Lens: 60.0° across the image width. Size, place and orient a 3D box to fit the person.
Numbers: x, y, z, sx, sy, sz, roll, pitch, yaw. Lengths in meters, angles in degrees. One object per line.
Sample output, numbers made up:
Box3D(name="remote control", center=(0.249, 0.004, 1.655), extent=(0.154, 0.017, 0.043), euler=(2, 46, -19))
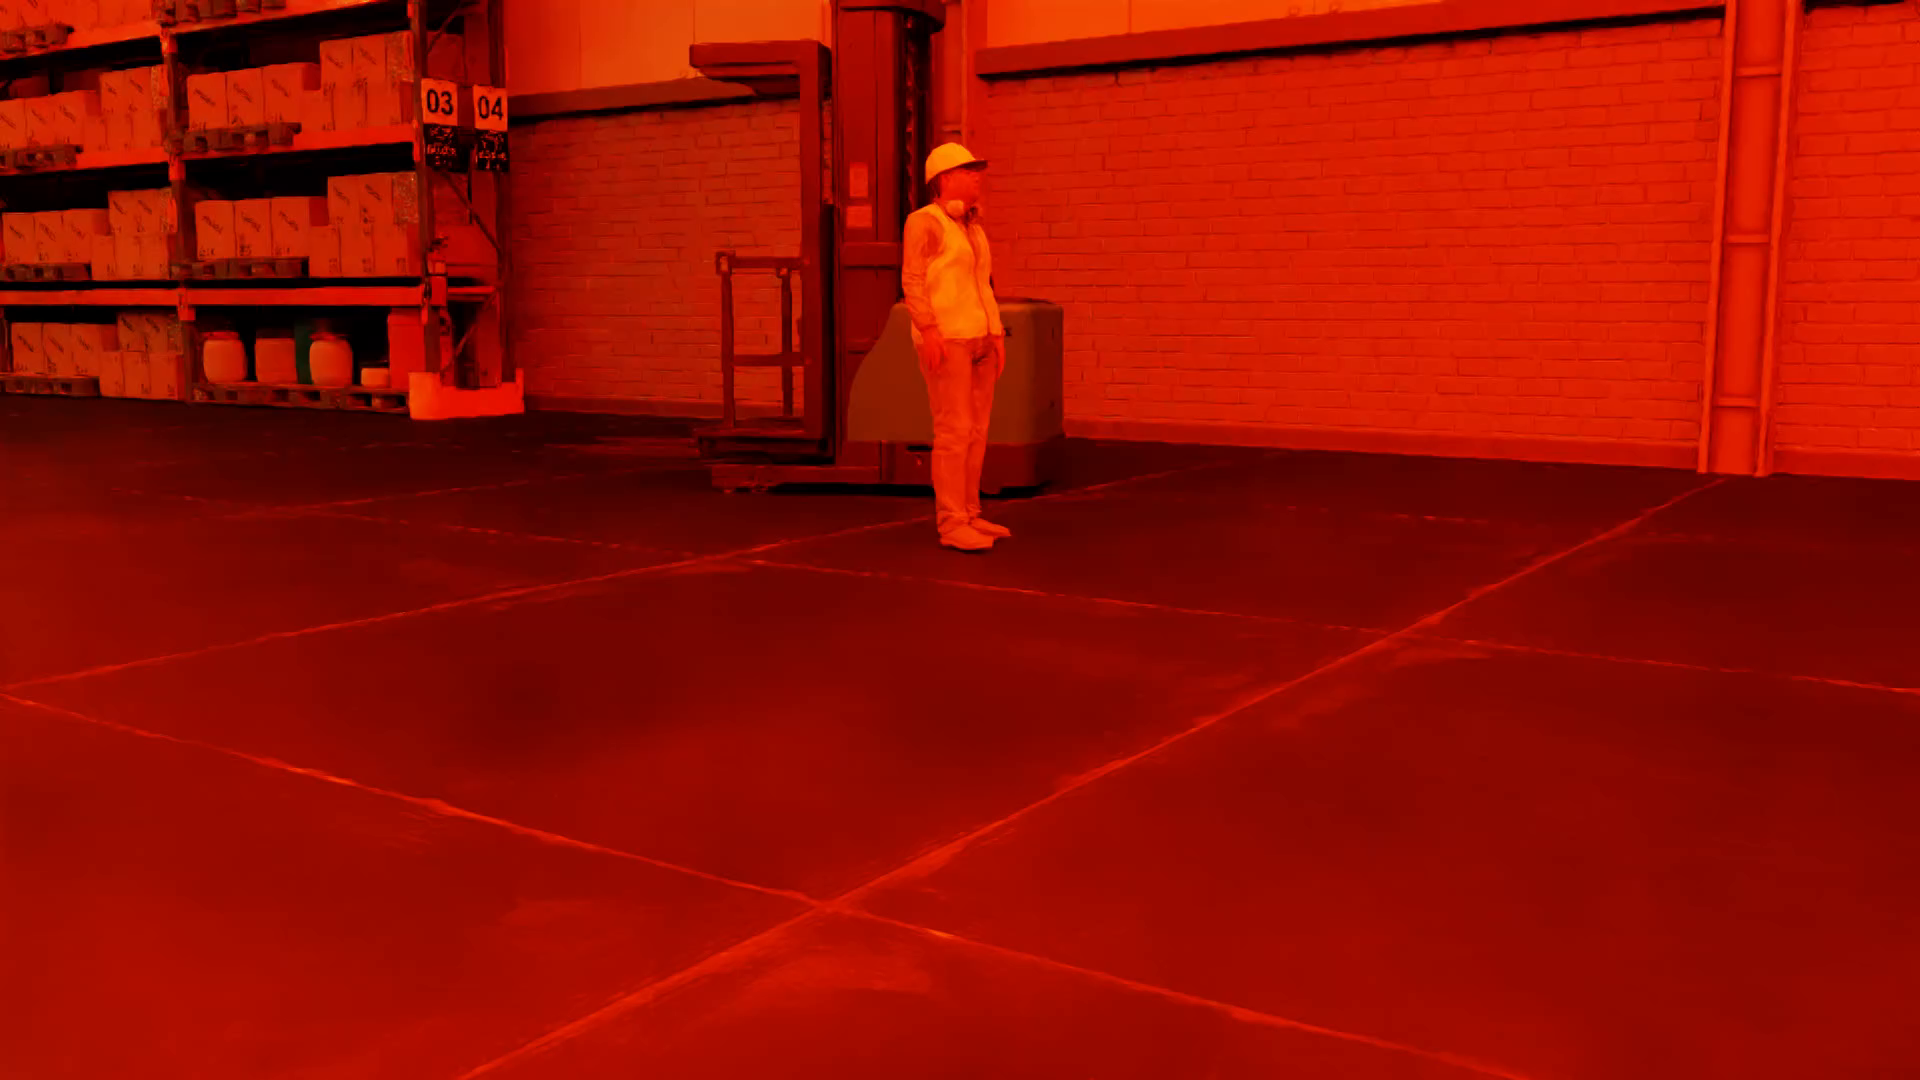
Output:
Box3D(name="person", center=(0.047, -0.880, 7.437), extent=(0.567, 1.773, 0.632), euler=(5, 10, 34))

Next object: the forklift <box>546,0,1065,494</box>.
Box3D(name="forklift", center=(-0.945, -1.790, 9.779), extent=(3.031, 2.935, 1.130), euler=(2, 8, 14))
